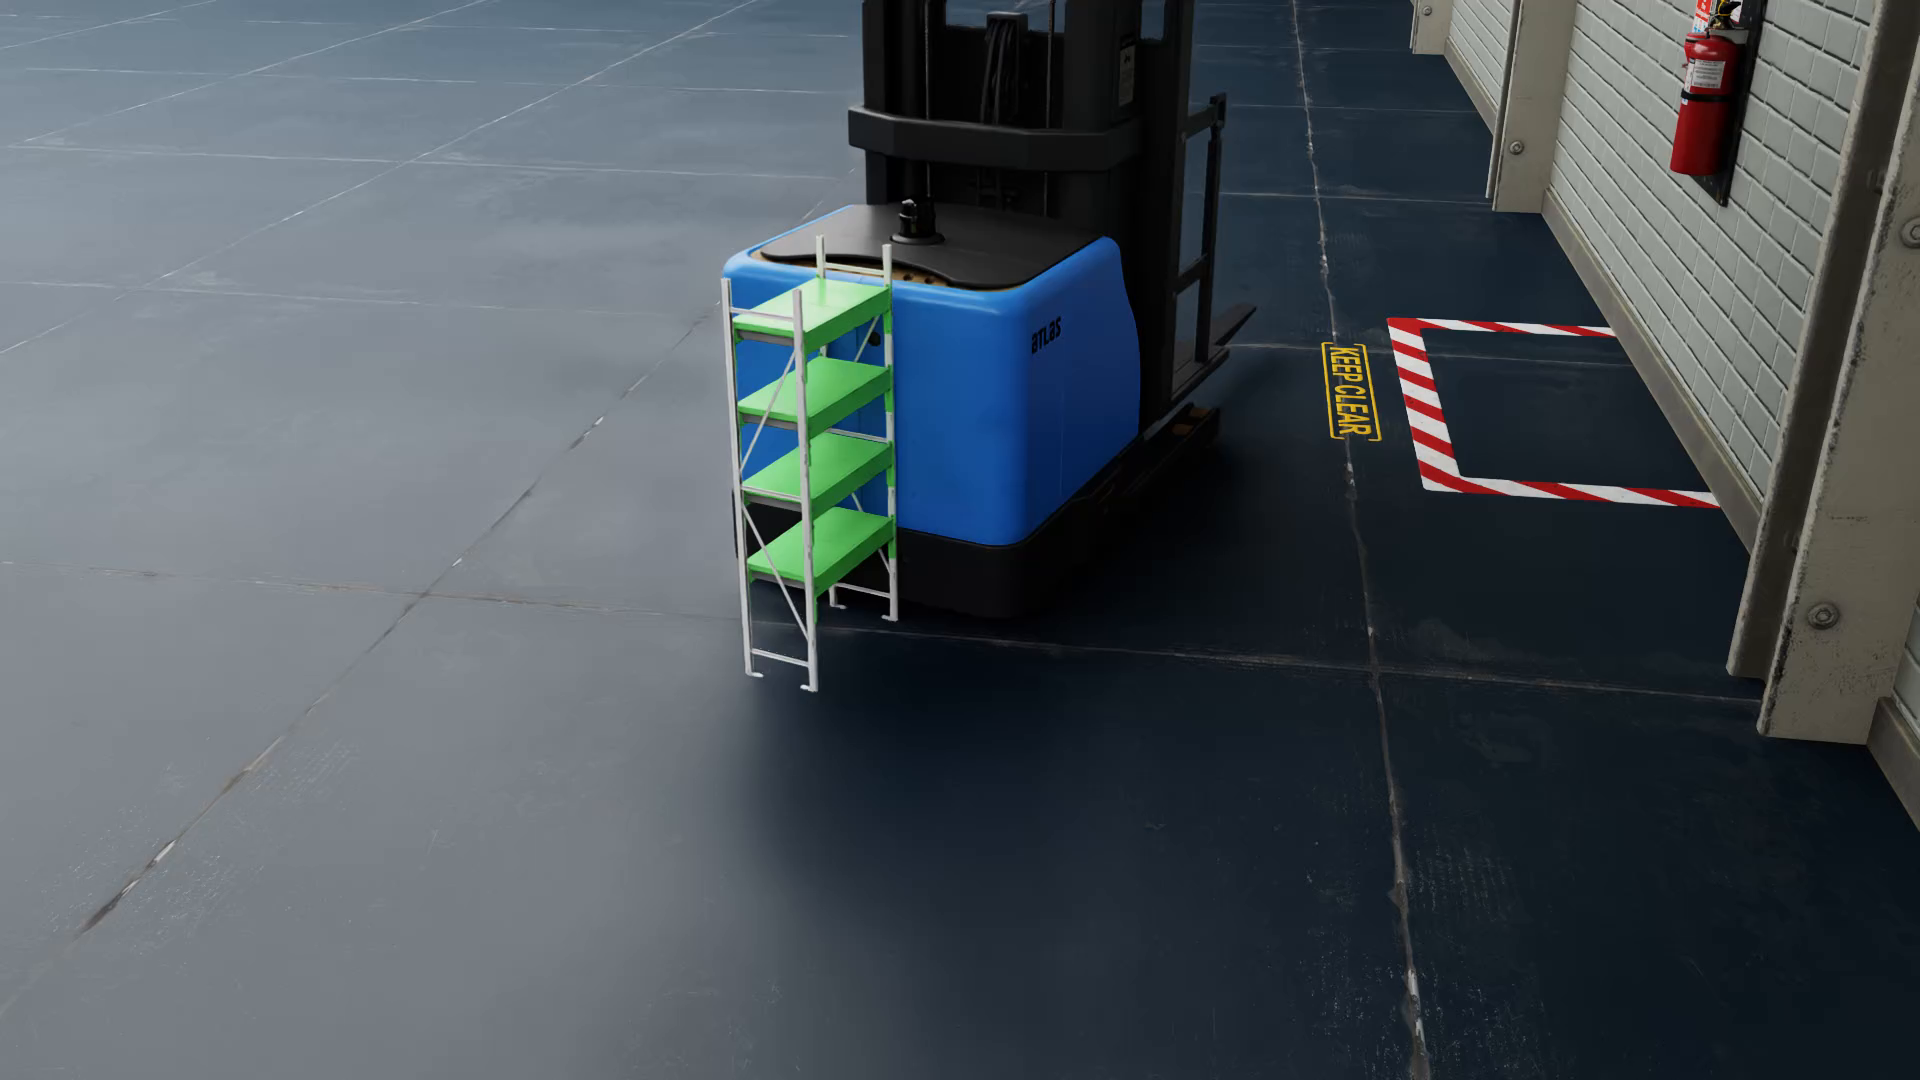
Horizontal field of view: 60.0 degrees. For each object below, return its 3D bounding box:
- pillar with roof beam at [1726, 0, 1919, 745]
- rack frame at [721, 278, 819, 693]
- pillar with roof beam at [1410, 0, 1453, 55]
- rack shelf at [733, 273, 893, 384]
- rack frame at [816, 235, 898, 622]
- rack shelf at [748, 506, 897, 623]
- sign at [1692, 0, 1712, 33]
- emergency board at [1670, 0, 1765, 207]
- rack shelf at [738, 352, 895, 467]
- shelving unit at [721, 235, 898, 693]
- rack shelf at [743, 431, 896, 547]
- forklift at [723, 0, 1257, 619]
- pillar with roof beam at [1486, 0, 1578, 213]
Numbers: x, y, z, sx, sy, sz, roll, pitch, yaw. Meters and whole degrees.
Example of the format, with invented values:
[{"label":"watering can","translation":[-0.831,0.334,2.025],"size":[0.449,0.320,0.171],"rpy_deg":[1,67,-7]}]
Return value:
[{"label":"pillar with roof beam","translation":[-1.849,-3.905,3.478],"size":[9.100,9.000,0.400],"rpy_deg":[4,25,9]},{"label":"rack frame","translation":[-0.520,-0.126,4.605],"size":[0.240,1.200,0.015],"rpy_deg":[12,28,24]},{"label":"pillar with roof beam","translation":[0.112,-8.924,14.200],"size":[9.100,9.000,0.400],"rpy_deg":[4,25,9]},{"label":"rack shelf","translation":[-0.412,-0.596,4.626],"size":[0.258,0.148,0.480],"rpy_deg":[12,28,24]},{"label":"rack frame","translation":[-0.304,-0.312,5.001],"size":[0.240,1.200,0.015],"rpy_deg":[12,28,24]},{"label":"rack shelf","translation":[-0.412,0.056,4.932],"size":[0.258,0.148,0.480],"rpy_deg":[12,28,24]},{"label":"sign","translation":[3.032,-2.161,6.786],"size":[0.001,0.329,0.234],"rpy_deg":[4,25,9]},{"label":"emergency board","translation":[2.840,-1.921,6.315],"size":[0.194,1.169,0.643],"rpy_deg":[4,25,9]},{"label":"rack shelf","translation":[-0.412,-0.379,4.728],"size":[0.258,0.148,0.480],"rpy_deg":[12,28,24]},{"label":"shelving unit","translation":[-0.412,-0.219,4.803],"size":[0.258,1.200,0.503],"rpy_deg":[12,28,24]},{"label":"rack shelf","translation":[-0.412,-0.161,4.830],"size":[0.258,0.148,0.480],"rpy_deg":[12,28,24]},{"label":"forklift","translation":[0.364,-1.679,5.880],"size":[1.130,2.935,3.031],"rpy_deg":[12,28,24]},{"label":"pillar with roof beam","translation":[-0.868,-6.415,8.839],"size":[9.100,9.000,0.400],"rpy_deg":[4,25,9]}]
